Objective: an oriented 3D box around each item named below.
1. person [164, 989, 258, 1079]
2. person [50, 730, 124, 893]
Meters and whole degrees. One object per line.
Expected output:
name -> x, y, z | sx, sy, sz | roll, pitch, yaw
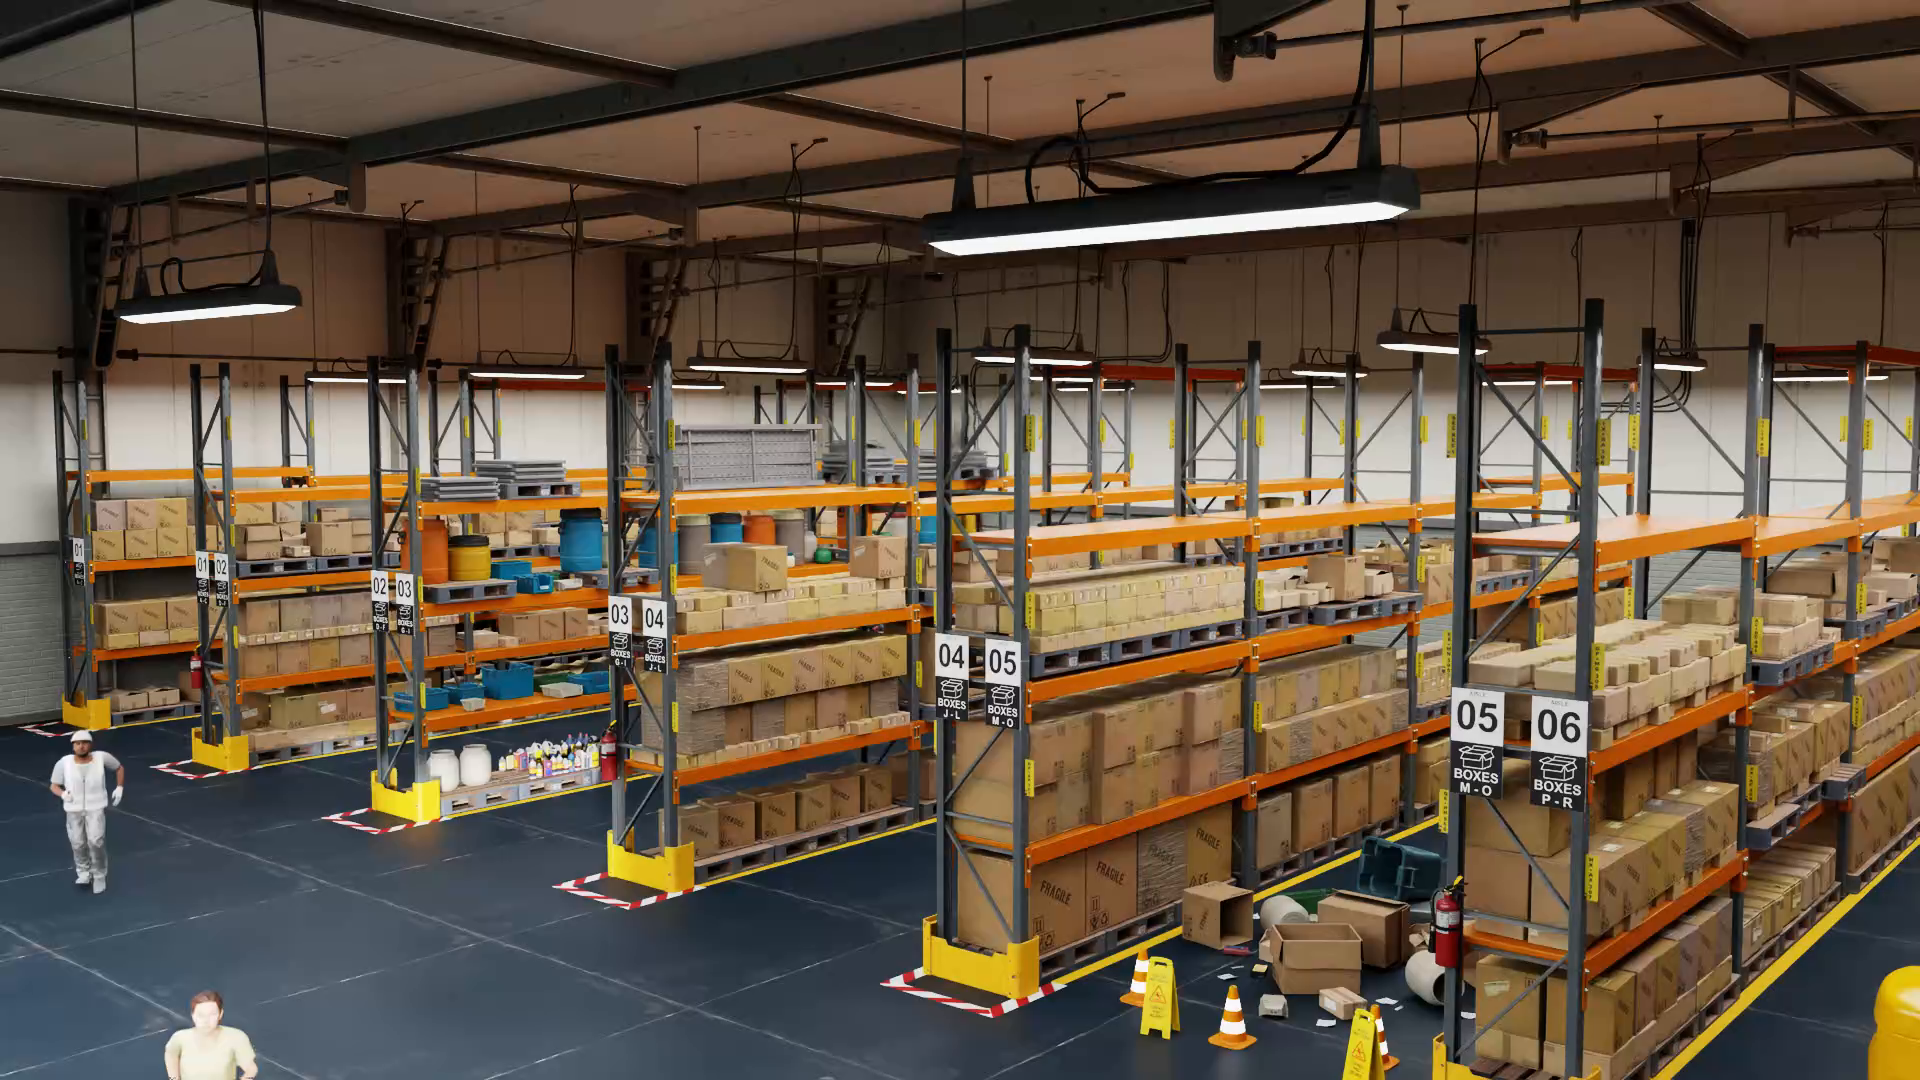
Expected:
person -> -4.635, 3.584, 10.319 | 0.532, 1.679, 0.954 | -2, 4, -23
person -> -9.544, 2.982, 18.186 | 0.706, 1.827, 0.724 | -2, 4, -22
